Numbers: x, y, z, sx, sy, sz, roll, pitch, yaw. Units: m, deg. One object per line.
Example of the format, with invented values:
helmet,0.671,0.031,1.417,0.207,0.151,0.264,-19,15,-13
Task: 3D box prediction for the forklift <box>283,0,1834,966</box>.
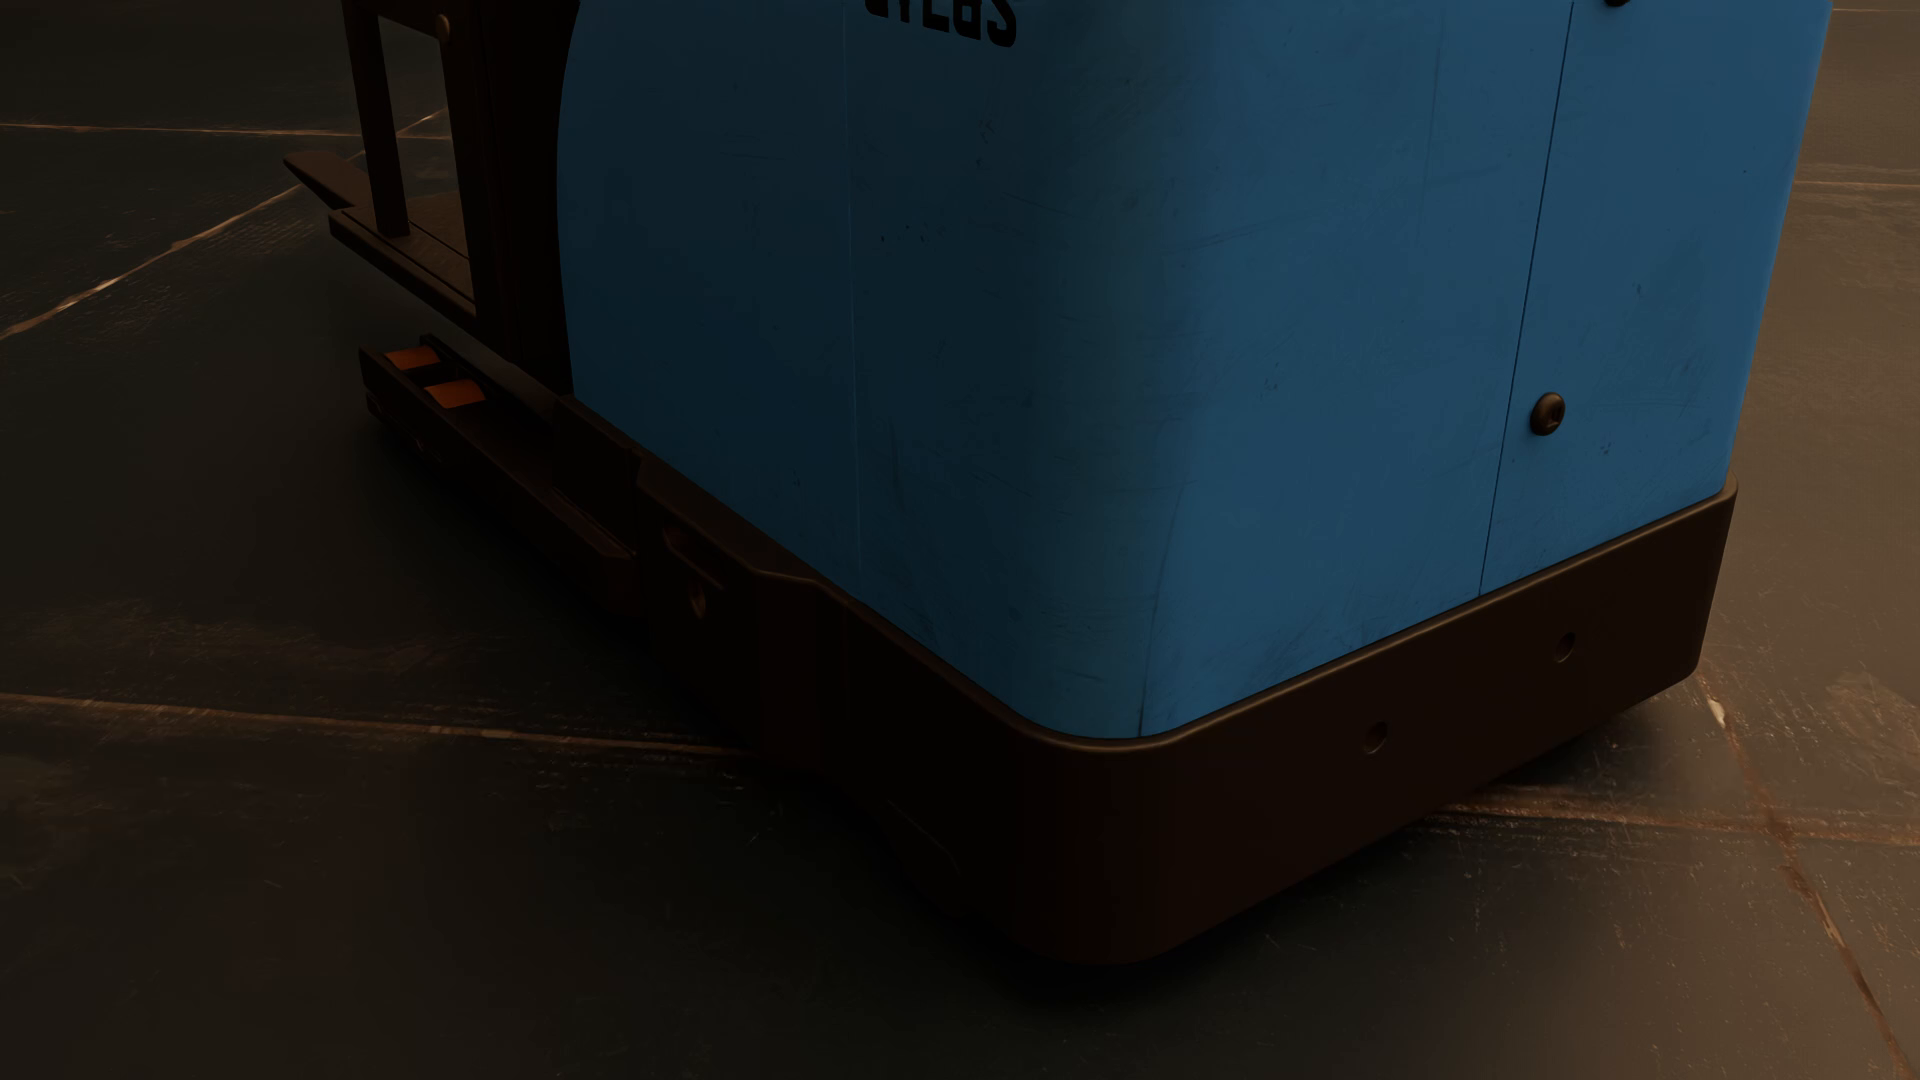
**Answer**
forklift,-0.356,-1.517,2.257,1.130,2.935,3.031,-18,32,-32
